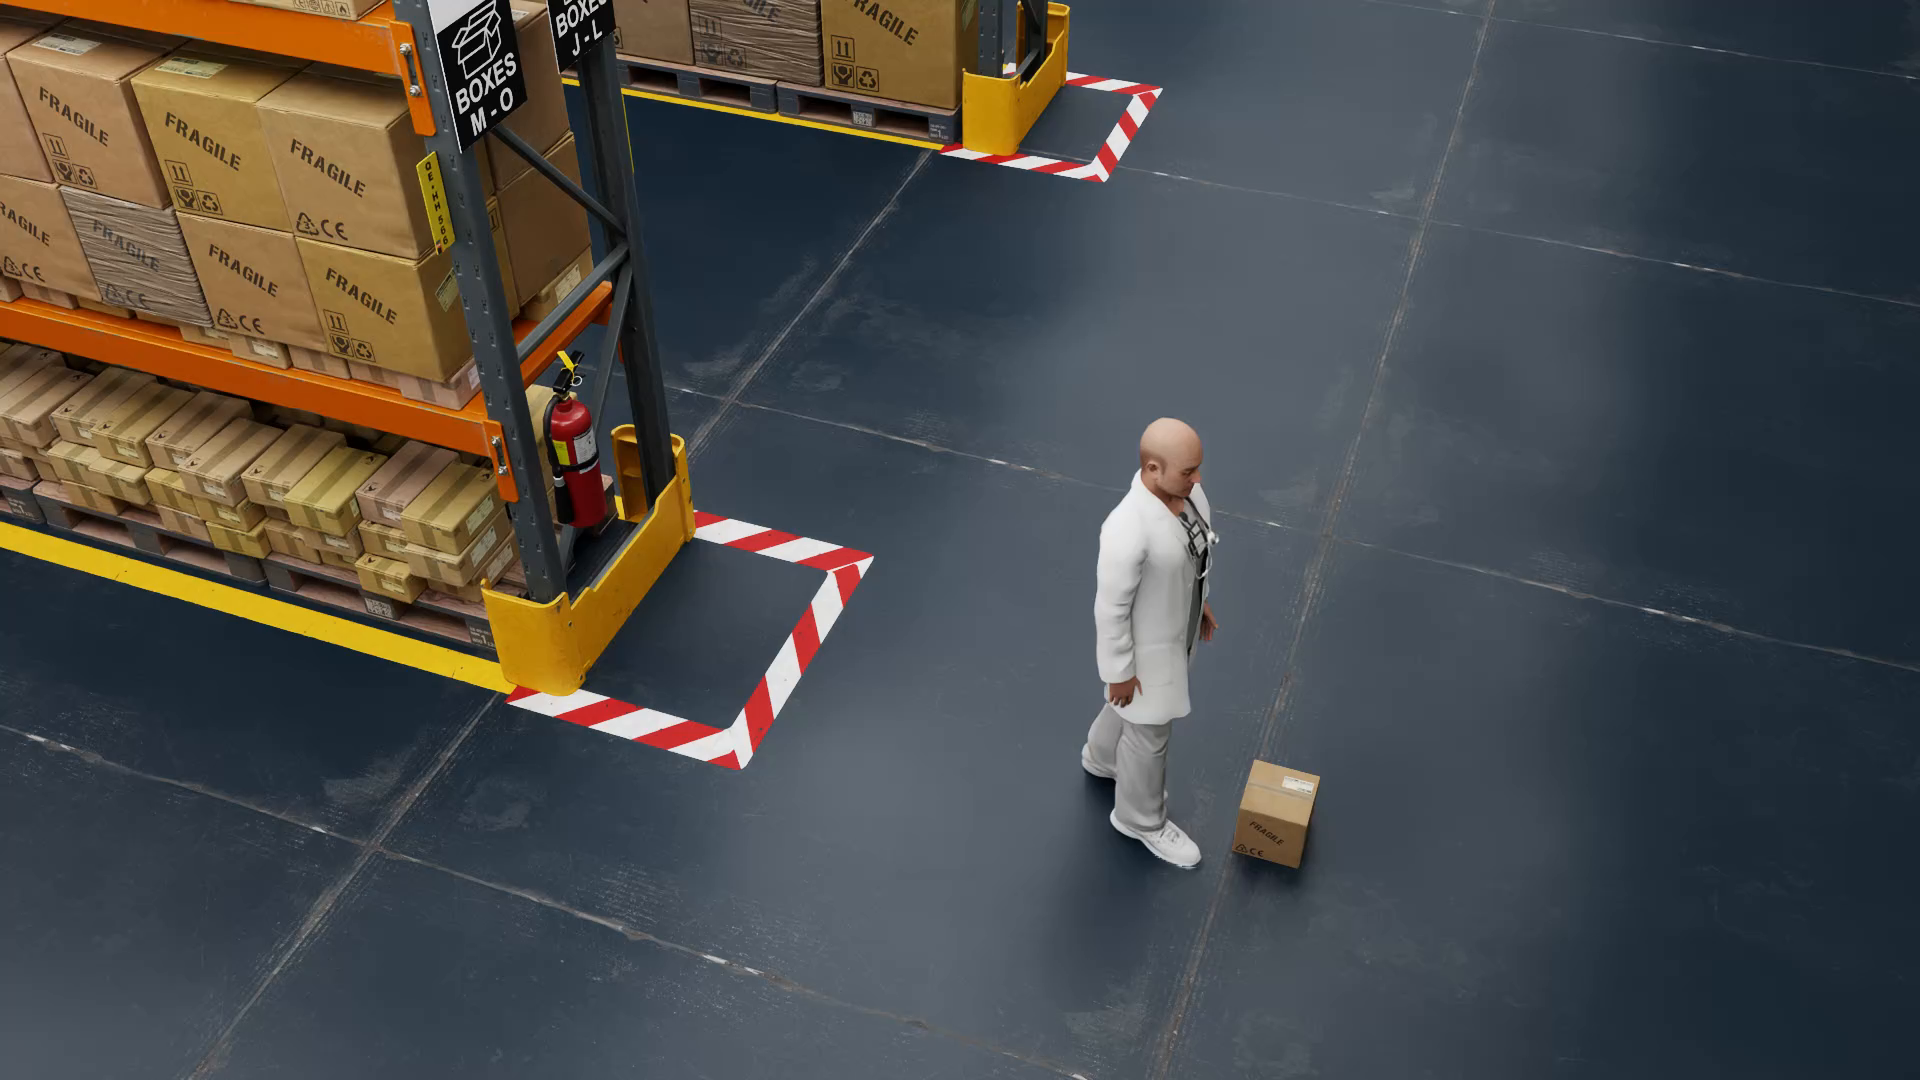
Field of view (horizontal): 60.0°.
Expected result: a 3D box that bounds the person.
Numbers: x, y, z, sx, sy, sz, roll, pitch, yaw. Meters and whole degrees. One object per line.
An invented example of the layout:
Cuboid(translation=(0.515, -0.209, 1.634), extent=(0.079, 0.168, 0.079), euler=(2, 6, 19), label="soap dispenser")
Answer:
Cuboid(translation=(0.678, 0.328, 5.778), extent=(0.561, 1.789, 0.603), euler=(18, 44, 19), label="person")
